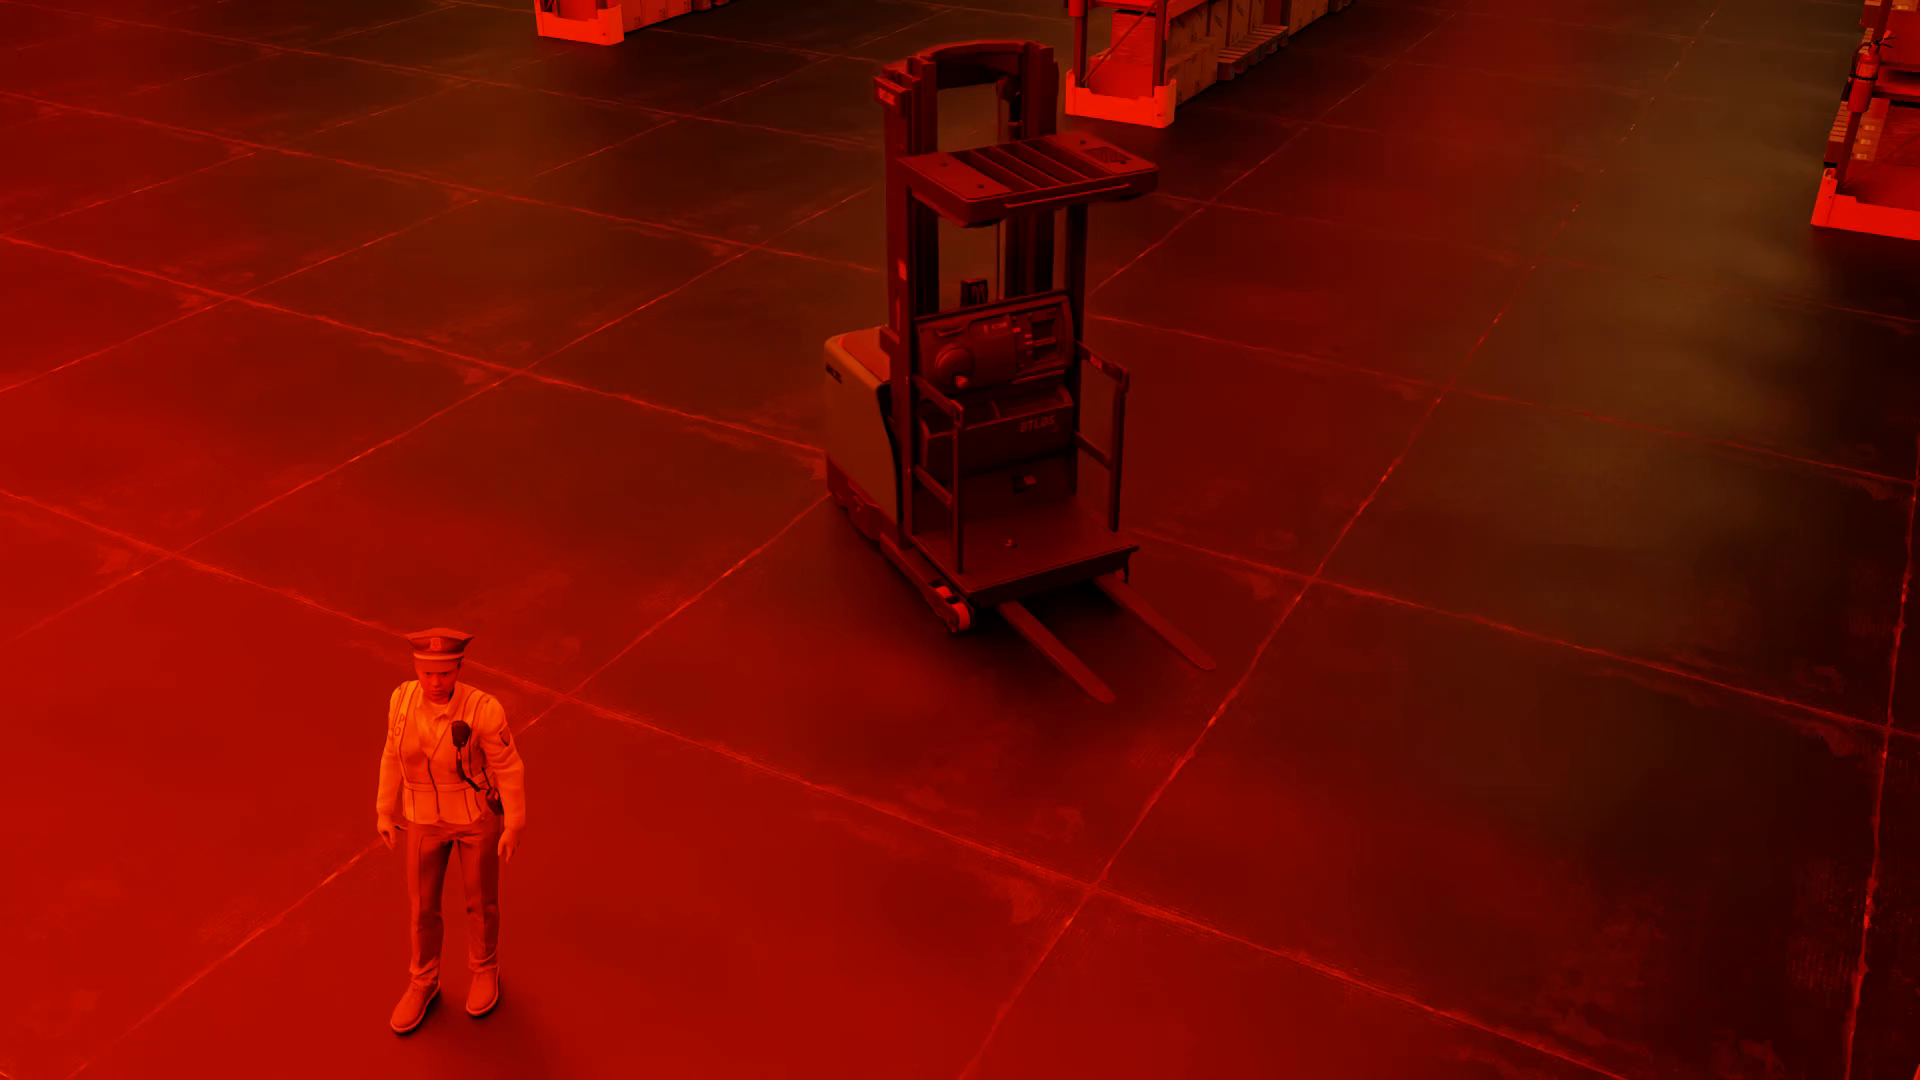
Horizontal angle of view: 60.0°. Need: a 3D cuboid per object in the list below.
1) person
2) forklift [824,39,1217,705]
[{"bbox_3d":[-1.966,1.104,6.380,0.586,1.694,0.532,2,30,3],"label":"person"},{"bbox_3d":[0.301,-1.017,8.833,1.130,2.935,3.031,-15,33,-24],"label":"forklift"}]
